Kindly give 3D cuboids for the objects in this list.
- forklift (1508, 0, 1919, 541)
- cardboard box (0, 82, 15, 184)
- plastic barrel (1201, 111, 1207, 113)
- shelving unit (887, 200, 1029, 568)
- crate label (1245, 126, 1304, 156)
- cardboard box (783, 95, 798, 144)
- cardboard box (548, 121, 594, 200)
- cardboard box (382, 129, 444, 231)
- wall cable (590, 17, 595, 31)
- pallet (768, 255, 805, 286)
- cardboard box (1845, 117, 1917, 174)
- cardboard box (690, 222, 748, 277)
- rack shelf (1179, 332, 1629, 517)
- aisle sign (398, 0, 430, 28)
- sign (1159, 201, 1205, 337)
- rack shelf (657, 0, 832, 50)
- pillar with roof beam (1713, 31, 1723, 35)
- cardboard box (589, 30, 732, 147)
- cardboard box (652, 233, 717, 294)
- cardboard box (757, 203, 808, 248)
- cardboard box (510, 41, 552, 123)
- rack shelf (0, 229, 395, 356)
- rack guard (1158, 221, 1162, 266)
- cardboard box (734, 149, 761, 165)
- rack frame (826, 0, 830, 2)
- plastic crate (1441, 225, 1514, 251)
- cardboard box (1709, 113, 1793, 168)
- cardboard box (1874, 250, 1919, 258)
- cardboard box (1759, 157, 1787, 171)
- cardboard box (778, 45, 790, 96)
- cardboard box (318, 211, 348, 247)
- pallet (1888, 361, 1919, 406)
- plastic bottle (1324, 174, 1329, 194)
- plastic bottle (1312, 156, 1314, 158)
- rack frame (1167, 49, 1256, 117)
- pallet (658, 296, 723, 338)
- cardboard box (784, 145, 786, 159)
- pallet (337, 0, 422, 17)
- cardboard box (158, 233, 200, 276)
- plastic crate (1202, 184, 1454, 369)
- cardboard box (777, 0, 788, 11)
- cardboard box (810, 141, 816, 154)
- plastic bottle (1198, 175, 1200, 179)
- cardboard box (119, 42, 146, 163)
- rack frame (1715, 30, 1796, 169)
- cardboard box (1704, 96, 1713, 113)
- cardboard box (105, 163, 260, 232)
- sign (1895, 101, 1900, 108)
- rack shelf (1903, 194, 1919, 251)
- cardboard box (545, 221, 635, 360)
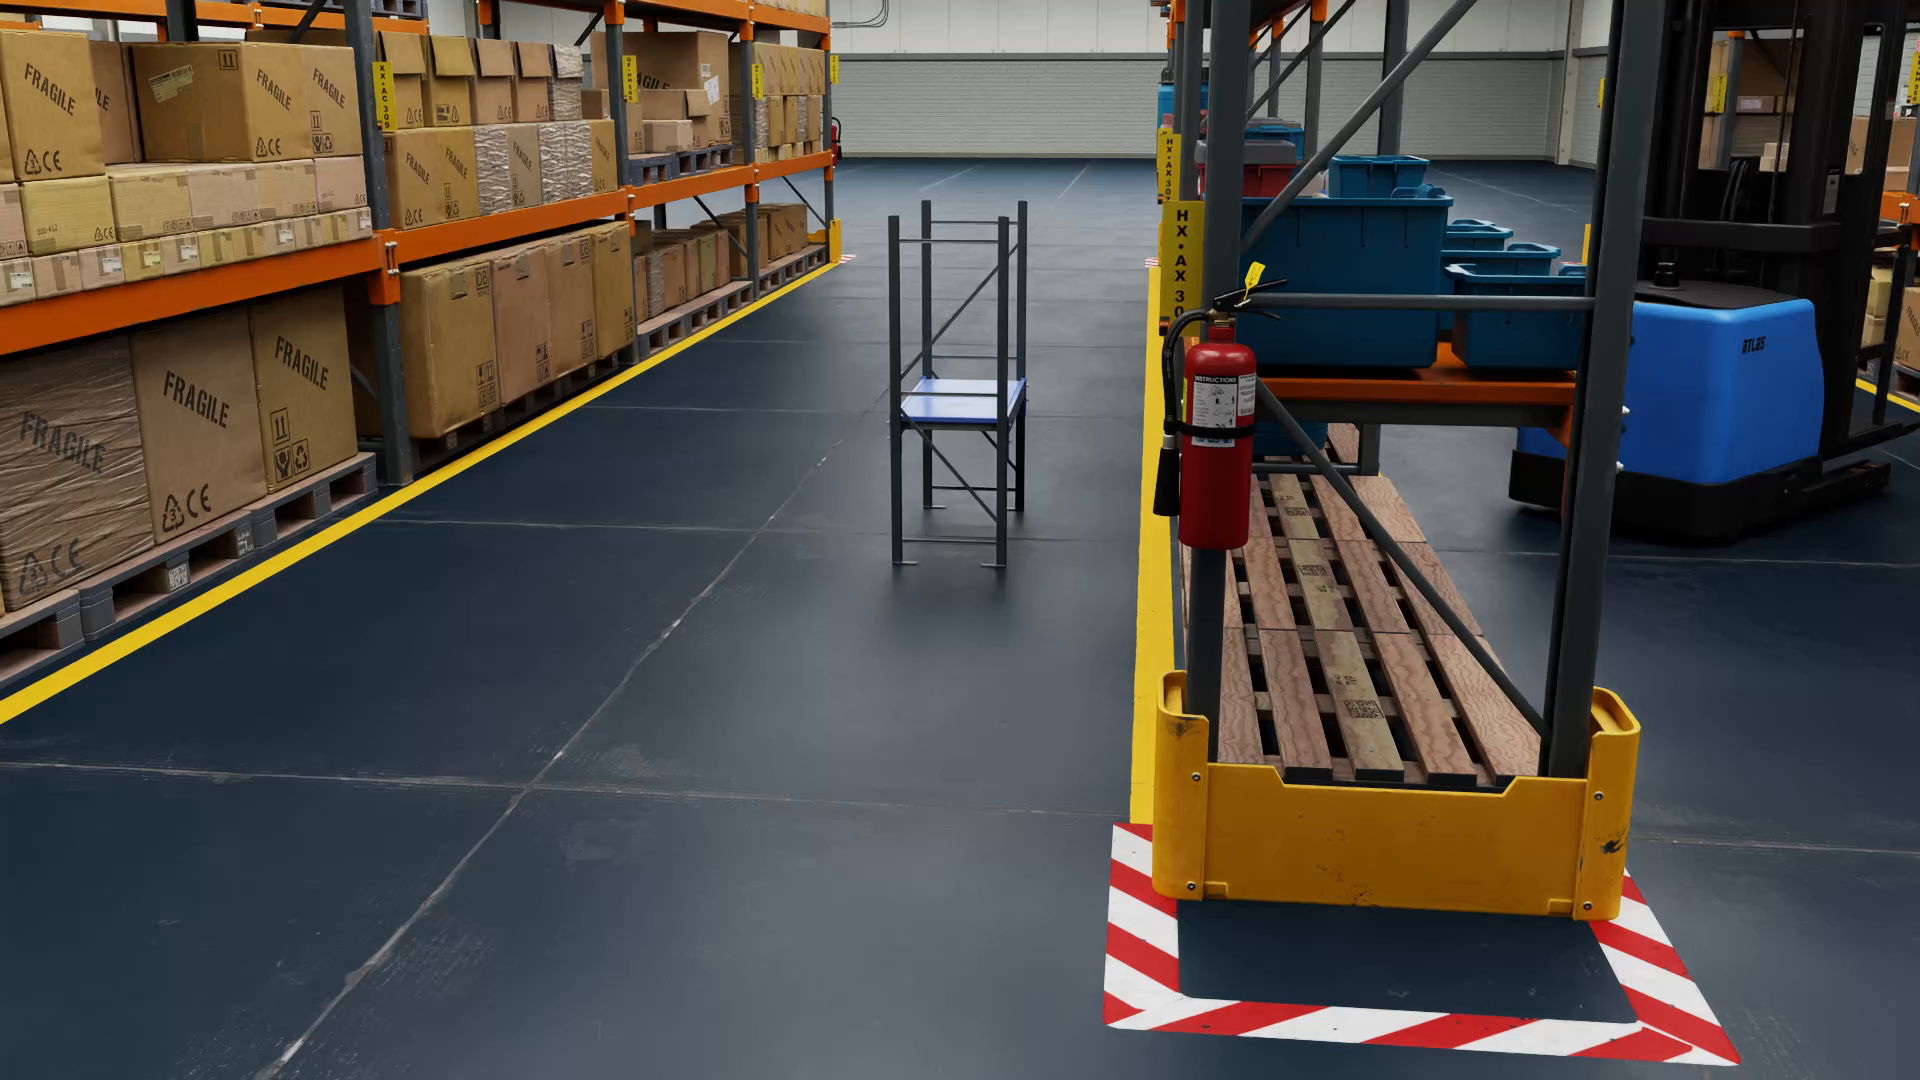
[{"bbox_3d":[4.141,-1.707,8.359,3.031,2.935,1.130,-13,20,-39],"label":"forklift"},{"bbox_3d":[-3.458,-1.389,5.332,0.500,0.500,0.500,1,15,5],"label":"cardboard box"},{"bbox_3d":[1.981,-3.197,13.479,0.433,0.535,0.433,0,15,0],"label":"plastic barrel"},{"bbox_3d":[0.010,-0.746,7.548,0.538,1.500,1.048,2,15,6],"label":"shelving unit"},{"bbox_3d":[2.368,-2.905,12.591,0.502,0.435,0.616,2,15,6],"label":"crate label"},{"bbox_3d":[-2.226,-4.518,17.863,0.875,0.500,0.500,2,15,6],"label":"cardboard box"},{"bbox_3d":[-2.806,-2.568,11.221,0.500,0.500,0.500,2,15,6],"label":"cardboard box"},{"bbox_3d":[-3.085,-1.907,8.776,0.500,0.500,0.500,2,15,6],"label":"cardboard box"},{"bbox_3d":[-12.753,-15.045,52.011,3.097,2.526,0.112,2,15,6],"label":"wall cable"},{"bbox_3d":[-2.307,-2.968,18.234,1.003,0.211,1.213,2,15,6],"label":"pallet"},{"bbox_3d":[7.081,-2.975,12.727,0.500,0.500,0.500,1,15,3],"label":"cardboard box"},{"bbox_3d":[-2.398,-2.920,16.699,0.500,0.500,0.500,1,15,5],"label":"cardboard box"},{"bbox_3d":[1.310,-0.735,6.011,1.077,0.370,4.000,2,15,6],"label":"rack shelf"},{"bbox_3d":[-6.642,-6.296,20.218,0.394,0.787,0.004,2,15,6],"label":"aisle sign"},{"bbox_3d":[0.536,-0.654,4.022,0.100,0.325,0.005,2,15,6],"label":"sign"},{"bbox_3d":[-2.257,-5.441,17.669,1.077,0.370,4.000,2,15,6],"label":"rack shelf"},{"bbox_3d":[11.268,-11.906,34.452,9.100,9.000,0.400,2,15,6],"label":"pillar with roof beam"},{"bbox_3d":[-2.712,-4.112,15.169,1.000,1.000,1.000,2,15,7],"label":"cardboard box"},{"bbox_3d":[-2.646,-2.546,15.275,0.700,0.500,0.500,2,15,6],"label":"cardboard box"},{"bbox_3d":[-2.119,-3.694,19.560,0.500,0.500,0.500,5,16,17],"label":"cardboard box"},{"bbox_3d":[-3.109,-2.959,10.744,0.797,0.503,0.637,2,15,8],"label":"cardboard box"},{"bbox_3d":[-3.611,-0.881,6.551,1.077,0.370,4.000,2,15,6],"label":"rack shelf"},{"bbox_3d":[2.928,-3.485,19.594,1.175,0.500,0.348,2,15,6],"label":"rack guard"},{"bbox_3d":[-2.160,-3.747,16.255,0.380,0.149,0.250,2,15,6],"label":"cardboard box"},{"bbox_3d":[-2.032,-7.755,19.102,1.000,3.000,0.127,2,15,6],"label":"rack frame"},{"bbox_3d":[1.588,-0.907,5.477,0.416,0.233,0.300,2,15,6],"label":"plastic crate"},{"bbox_3d":[7.403,-3.692,15.379,0.700,0.500,0.500,1,15,5],"label":"cardboard box"},{"bbox_3d":[7.427,-2.167,13.317,0.500,0.311,0.500,2,15,6],"label":"cardboard box"},{"bbox_3d":[7.057,-3.184,14.171,0.380,0.149,0.250,2,15,6],"label":"cardboard box"},{"bbox_3d":[-2.068,-4.865,17.229,0.500,0.500,0.500,2,15,6],"label":"cardboard box"},{"bbox_3d":[-3.123,-1.470,7.832,0.380,0.149,0.250,2,15,7],"label":"cardboard box"},{"bbox_3d":[6.786,-0.953,10.781,1.003,0.211,1.213,2,15,6],"label":"pallet"},{"bbox_3d":[2.071,-1.890,9.142,0.152,0.276,0.135,2,15,6],"label":"plastic bottle"},{"bbox_3d":[2.339,-2.405,11.032,0.061,0.283,0.133,2,15,6],"label":"plastic bottle"},{"bbox_3d":[2.890,-4.713,19.346,1.000,3.000,0.127,2,15,6],"label":"rack frame"},{"bbox_3d":[-2.705,-1.956,14.492,1.003,0.211,1.213,2,15,6],"label":"pallet"},{"bbox_3d":[-2.043,-4.072,17.456,0.380,0.149,0.250,2,15,6],"label":"cardboard box"},{"bbox_3d":[-7.022,-6.244,19.430,1.003,0.211,1.213,2,15,6],"label":"pallet"},{"bbox_3d":[-3.269,-1.137,6.603,0.380,0.149,0.250,2,15,7],"label":"cardboard box"},{"bbox_3d":[0.936,-0.702,4.328,0.616,0.435,0.499,2,15,6],"label":"plastic crate"},{"bbox_3d":[-2.056,-5.572,17.064,0.500,0.250,0.500,1,15,4],"label":"cardboard box"},{"bbox_3d":[-1.865,-4.527,19.137,0.380,0.149,0.250,2,15,6],"label":"cardboard box"},{"bbox_3d":[1.335,-1.873,8.937,0.144,0.351,0.185,2,15,6],"label":"plastic bottle"},{"bbox_3d":[-3.757,-1.936,7.355,0.500,0.500,0.500,2,15,6],"label":"cardboard box"},{"bbox_3d":[7.360,-3.529,14.966,1.000,3.000,0.127,2,15,6],"label":"rack frame"},{"bbox_3d":[7.234,-4.099,15.641,0.380,0.149,0.250,1,15,5],"label":"cardboard box"},{"bbox_3d":[-3.288,-1.429,6.918,0.500,0.250,0.500,2,15,7],"label":"cardboard box"},{"bbox_3d":[14.663,-6.823,26.064,0.001,0.109,0.331,2,15,6],"label":"sign"},{"bbox_3d":[6.683,-1.625,9.305,1.077,0.370,4.000,2,15,6],"label":"rack shelf"},{"bbox_3d":[-3.033,-1.783,11.775,1.225,0.875,0.875,1,15,4],"label":"cardboard box"}]
